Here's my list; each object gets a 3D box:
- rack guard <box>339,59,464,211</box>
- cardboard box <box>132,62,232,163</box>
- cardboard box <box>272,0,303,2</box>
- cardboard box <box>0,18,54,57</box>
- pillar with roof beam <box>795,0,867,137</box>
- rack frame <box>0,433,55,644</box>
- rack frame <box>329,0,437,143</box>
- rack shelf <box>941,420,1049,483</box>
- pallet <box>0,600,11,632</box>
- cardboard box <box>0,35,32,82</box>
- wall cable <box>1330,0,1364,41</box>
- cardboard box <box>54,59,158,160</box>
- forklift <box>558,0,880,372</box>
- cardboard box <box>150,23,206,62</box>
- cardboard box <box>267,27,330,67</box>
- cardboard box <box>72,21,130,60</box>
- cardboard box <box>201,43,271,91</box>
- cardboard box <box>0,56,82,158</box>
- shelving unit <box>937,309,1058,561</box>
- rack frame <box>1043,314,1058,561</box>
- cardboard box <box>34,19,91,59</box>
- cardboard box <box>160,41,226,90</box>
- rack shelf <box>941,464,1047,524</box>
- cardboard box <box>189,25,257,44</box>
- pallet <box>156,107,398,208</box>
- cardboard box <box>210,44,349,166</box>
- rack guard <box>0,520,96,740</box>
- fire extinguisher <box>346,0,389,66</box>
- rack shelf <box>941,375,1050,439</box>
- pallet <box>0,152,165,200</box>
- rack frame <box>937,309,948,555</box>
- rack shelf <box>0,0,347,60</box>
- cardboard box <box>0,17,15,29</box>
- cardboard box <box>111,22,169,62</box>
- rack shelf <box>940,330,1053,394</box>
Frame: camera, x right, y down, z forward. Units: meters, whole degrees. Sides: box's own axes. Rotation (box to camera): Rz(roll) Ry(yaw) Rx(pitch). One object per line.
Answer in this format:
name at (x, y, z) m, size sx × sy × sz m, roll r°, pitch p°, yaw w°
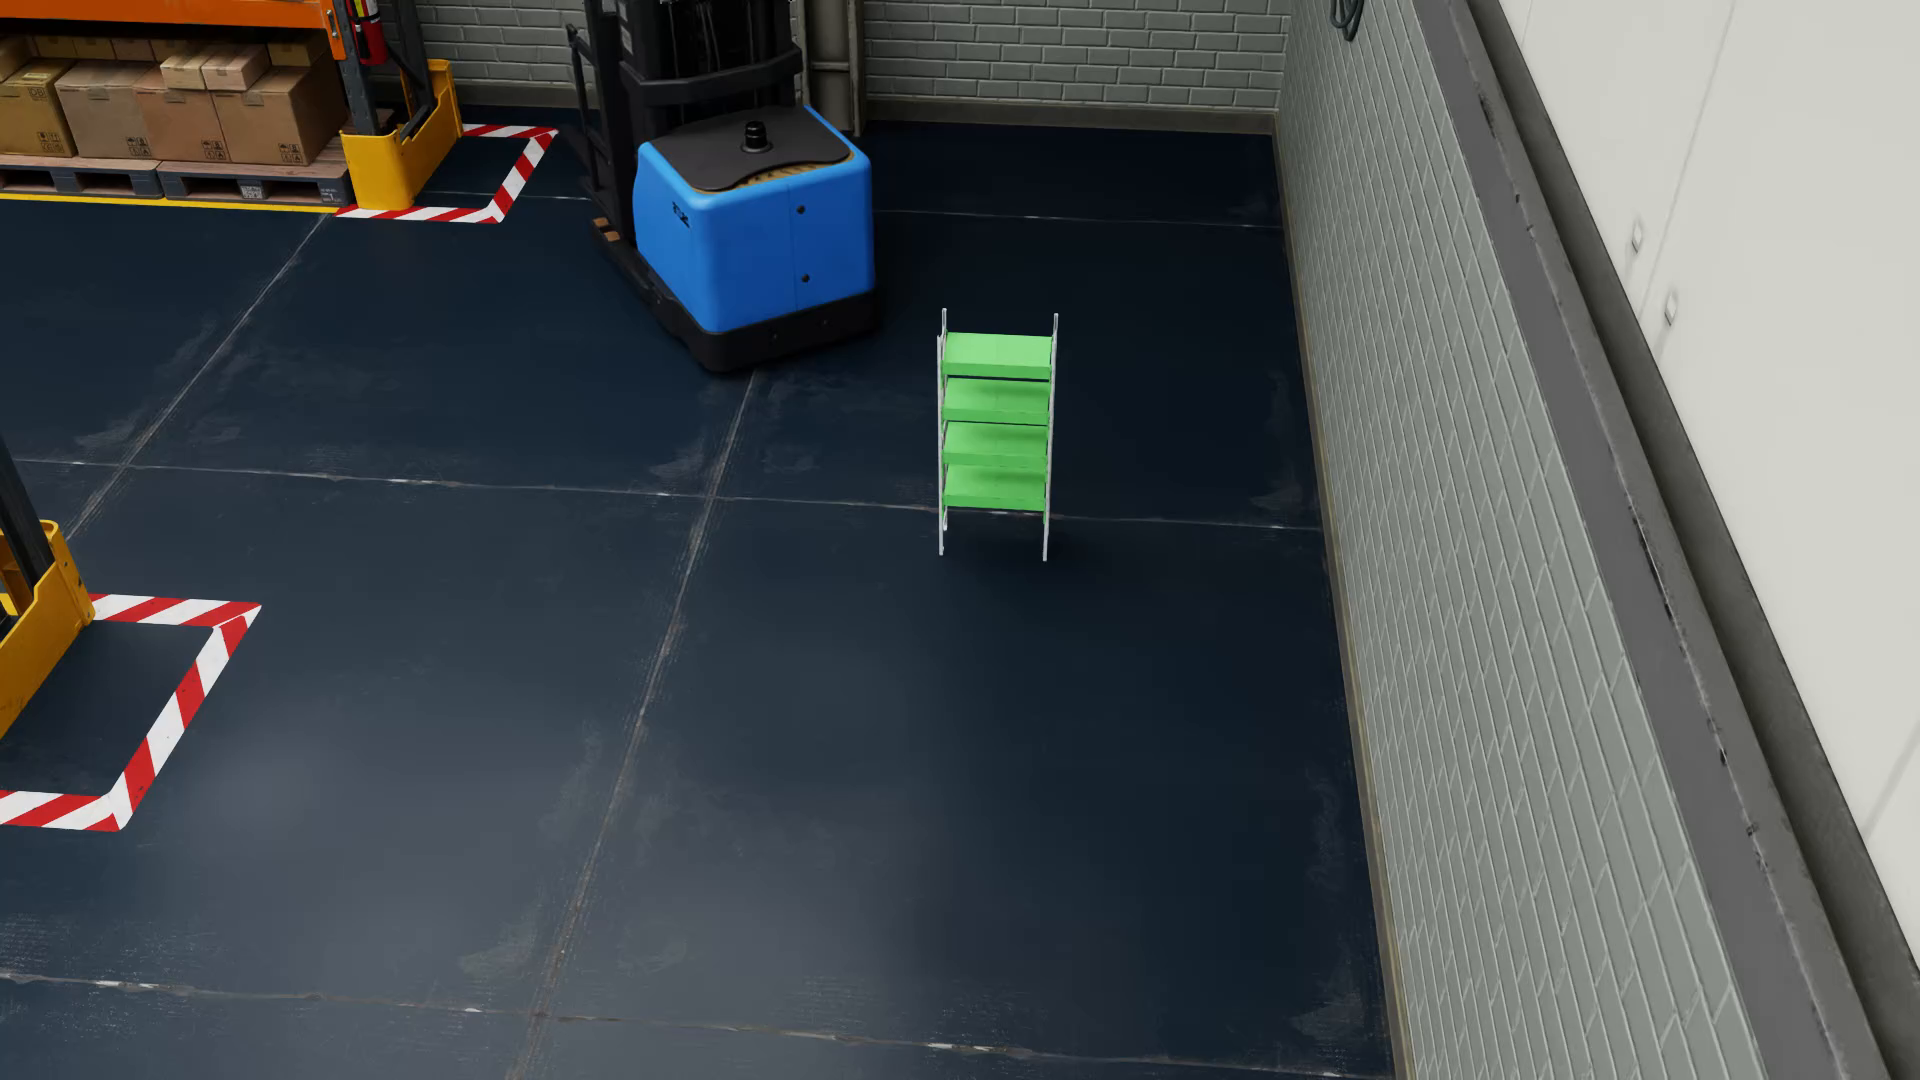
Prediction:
rack guard at (-3.594, -2.639, 10.766) m, size 0.348 × 0.500 × 1.175 m, roll 3°, pitch 39°, yaw 4°
cardboard box at (-4.822, -2.805, 10.639) m, size 0.500 × 0.500 × 0.700 m, roll 3°, pitch 39°, yaw 4°
cardboard box at (-4.127, -3.747, 9.911) m, size 0.700 × 0.700 × 0.980 m, roll 5°, pitch 39°, yaw 6°
cardboard box at (-5.955, -3.244, 10.664) m, size 0.250 × 0.149 × 0.380 m, roll 4°, pitch 39°, yaw 4°
pillar with roof beam at (-1.225, -3.626, 5.247) m, size 0.400 × 9.000 × 9.100 m, roll 3°, pitch 39°, yaw 4°
rack frame at (-4.042, -0.494, 6.151) m, size 0.127 × 3.000 × 1.000 m, roll 3°, pitch 39°, yaw 4°
rack frame at (-3.618, -3.610, 9.979) m, size 0.127 × 3.000 × 1.000 m, roll 3°, pitch 39°, yaw 4°
rack shelf at (0.165, -0.407, 7.571) m, size 0.480 × 0.148 × 0.258 m, roll 3°, pitch 39°, yaw 4°
pallet at (-4.912, 0.541, 7.089) m, size 1.213 × 0.211 × 1.003 m, roll 3°, pitch 39°, yaw 4°
cardboard box at (-6.021, -3.006, 10.370) m, size 0.250 × 0.149 × 0.380 m, roll 2°, pitch 39°, yaw 3°
wall cable at (1.986, -4.199, 8.411) m, size 0.112 × 2.526 × 3.097 m, roll 3°, pitch 39°, yaw 4°
cardboard box at (-5.324, -2.832, 10.672) m, size 0.500 × 0.500 × 0.700 m, roll 2°, pitch 39°, yaw 2°
forklift at (-1.607, -2.953, 9.226) m, size 1.130 × 2.935 × 3.031 m, roll -19°, pitch 43°, yaw -22°
cardboard box at (-4.936, -3.190, 10.597) m, size 0.250 × 0.149 × 0.380 m, roll 3°, pitch 39°, yaw 4°
cardboard box at (-4.182, -3.149, 10.546) m, size 0.250 × 0.149 × 0.380 m, roll 3°, pitch 39°, yaw 4°
cardboard box at (-5.445, -3.217, 10.630) m, size 0.250 × 0.149 × 0.380 m, roll 4°, pitch 39°, yaw 4°
cardboard box at (-4.468, -2.922, 10.268) m, size 0.250 × 0.149 × 0.380 m, roll 3°, pitch 39°, yaw 3°
cardboard box at (-5.855, -2.857, 10.702) m, size 0.500 × 0.500 × 0.700 m, roll 4°, pitch 39°, yaw 5°
shelving unit at (0.165, -0.456, 7.531) m, size 0.503 × 1.200 × 0.258 m, roll 3°, pitch 39°, yaw 4°
rack frame at (0.408, -0.443, 7.514) m, size 0.015 × 1.200 × 0.240 m, roll 3°, pitch 39°, yaw 4°
cardboard box at (-5.698, -3.231, 10.647) m, size 0.250 × 0.149 × 0.380 m, roll 2°, pitch 39°, yaw 3°
cardboard box at (-4.722, -2.936, 10.285) m, size 0.250 × 0.149 × 0.380 m, roll 4°, pitch 39°, yaw 5°
rack shelf at (0.165, -0.221, 7.722) m, size 0.480 × 0.148 × 0.258 m, roll 3°, pitch 39°, yaw 4°
cardboard box at (-4.687, -3.176, 10.580) m, size 0.250 × 0.149 × 0.380 m, roll 3°, pitch 39°, yaw 4°
pallet at (-4.421, -2.522, 10.852) m, size 1.213 × 0.211 × 1.003 m, roll 3°, pitch 39°, yaw 4°
cardboard box at (-4.324, -2.778, 10.605) m, size 0.500 × 0.500 × 0.700 m, roll 3°, pitch 39°, yaw 4°
rack guard at (-4.117, 0.471, 6.945) m, size 0.348 × 0.500 × 1.175 m, roll 3°, pitch 39°, yaw 4°
fire extinguisher at (-3.508, -3.137, 9.754) m, size 0.183 × 0.674 × 0.296 m, roll 3°, pitch 39°, yaw 4°
rack shelf at (0.165, -0.593, 7.419) m, size 0.480 × 0.148 × 0.258 m, roll 3°, pitch 39°, yaw 4°
pallet at (-5.633, -2.591, 10.936) m, size 1.213 × 0.211 × 1.003 m, roll 3°, pitch 39°, yaw 4°
rack frame at (-0.078, -0.470, 7.547) m, size 0.015 × 1.200 × 0.240 m, roll 3°, pitch 39°, yaw 4°
rack shelf at (-5.611, -3.440, 10.340) m, size 4.000 × 0.370 × 1.077 m, roll 3°, pitch 39°, yaw 4°
cardboard box at (-6.206, -3.259, 10.681) m, size 0.250 × 0.149 × 0.380 m, roll 2°, pitch 39°, yaw 2°
cardboard box at (-5.190, -3.203, 10.613) m, size 0.250 × 0.149 × 0.380 m, roll 4°, pitch 39°, yaw 4°
rack shelf at (0.165, -0.779, 7.268) m, size 0.480 × 0.148 × 0.258 m, roll 3°, pitch 39°, yaw 4°
